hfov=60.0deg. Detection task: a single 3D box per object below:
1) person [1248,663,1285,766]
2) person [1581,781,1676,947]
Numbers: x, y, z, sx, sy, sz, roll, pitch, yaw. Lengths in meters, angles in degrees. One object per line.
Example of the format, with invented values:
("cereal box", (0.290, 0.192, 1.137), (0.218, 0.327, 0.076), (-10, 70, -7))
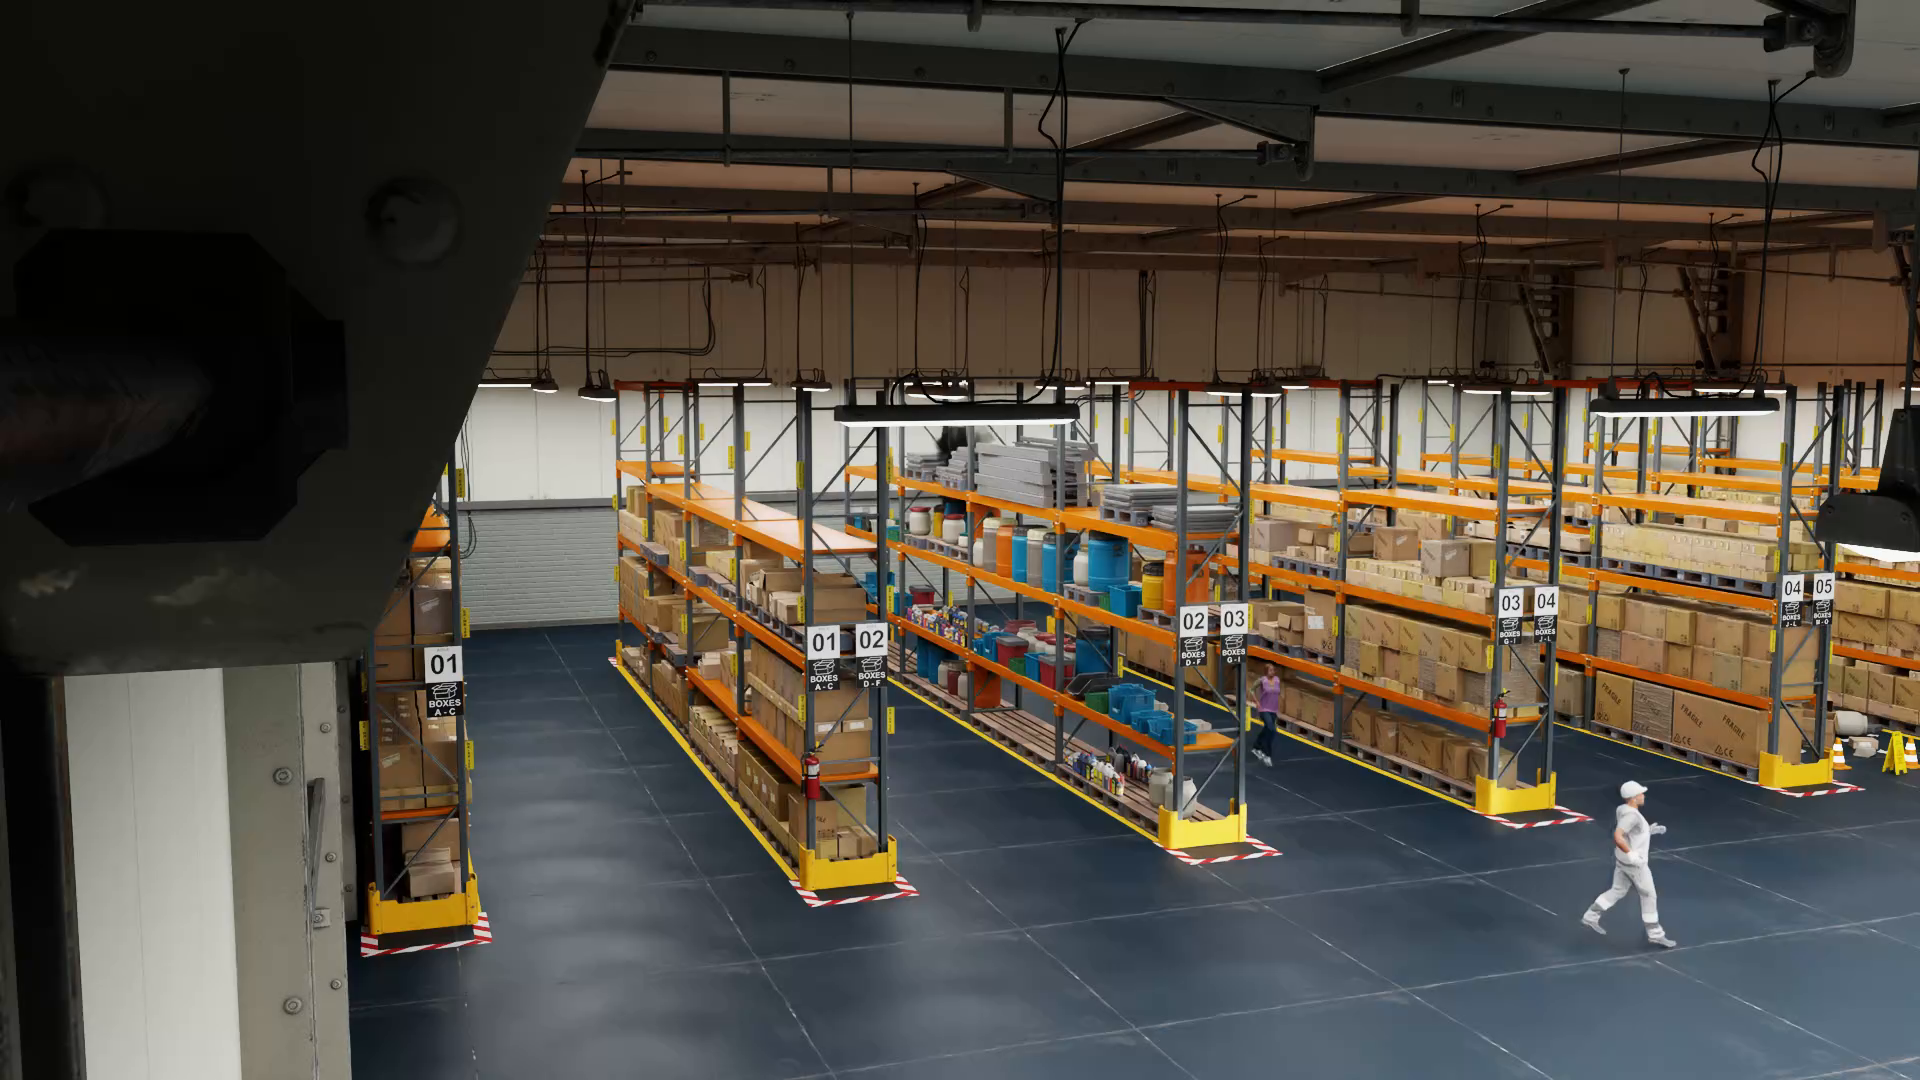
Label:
("person", (4.907, 2.758, 26.430), (0.507, 1.646, 0.707), (-3, 7, -25))
("person", (7.299, 3.501, 18.073), (0.980, 1.786, 0.659), (1, 6, 5))
